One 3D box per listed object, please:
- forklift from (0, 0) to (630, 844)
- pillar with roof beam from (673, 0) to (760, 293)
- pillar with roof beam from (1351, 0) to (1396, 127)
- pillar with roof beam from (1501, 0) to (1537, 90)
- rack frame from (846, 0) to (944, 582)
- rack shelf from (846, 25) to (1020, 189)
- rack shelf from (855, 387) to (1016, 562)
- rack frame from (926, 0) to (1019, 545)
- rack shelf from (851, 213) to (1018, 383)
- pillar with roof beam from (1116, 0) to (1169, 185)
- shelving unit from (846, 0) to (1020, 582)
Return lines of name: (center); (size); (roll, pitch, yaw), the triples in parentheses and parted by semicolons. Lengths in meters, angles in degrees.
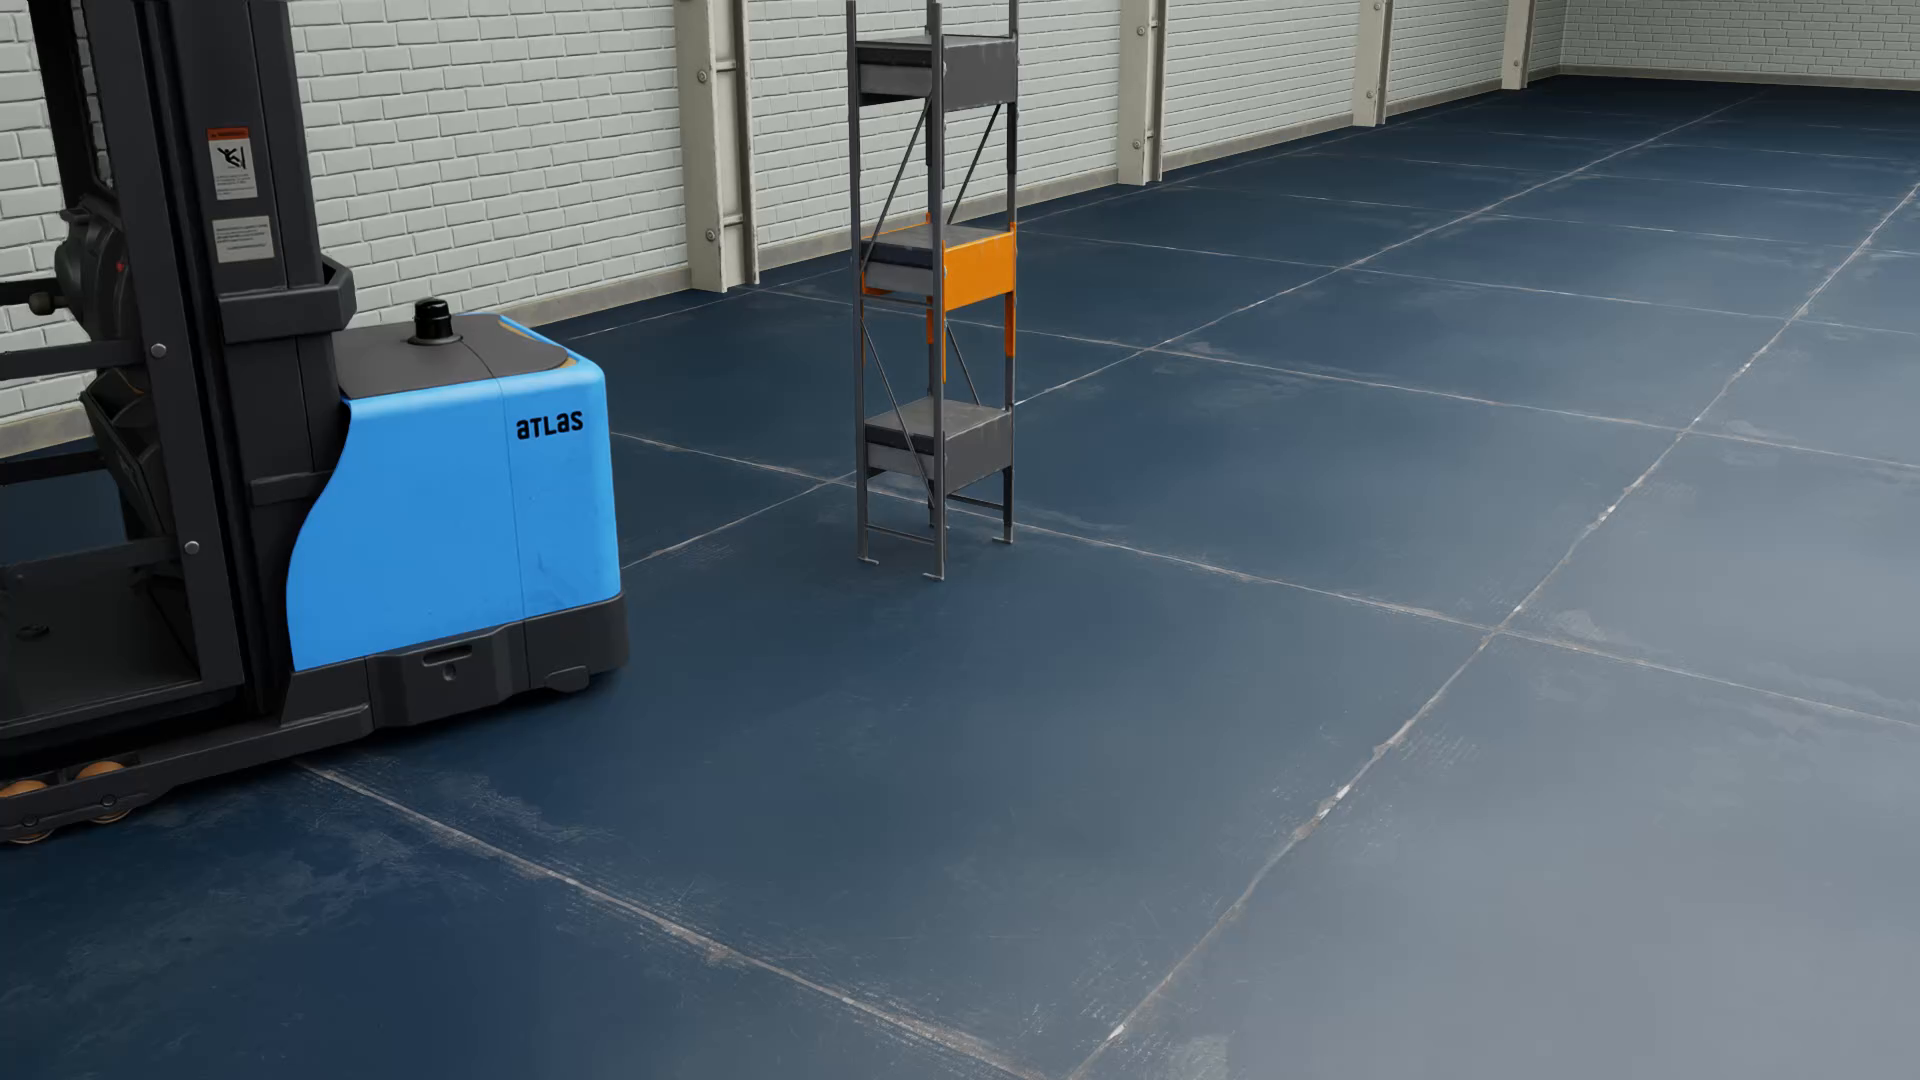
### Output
forklift: (-2.594, -0.757, 4.585); (3.031, 2.935, 1.130); (-13, 24, -32)
pillar with roof beam: (1.925, -5.150, 7.718); (9.100, 9.000, 0.400); (13, 24, 32)
pillar with roof beam: (8.671, -8.593, 17.026); (9.100, 9.000, 0.400); (13, 24, 32)
pillar with roof beam: (12.044, -10.315, 21.680); (9.100, 9.000, 0.400); (13, 24, 32)
rack frame: (-0.230, -0.867, 6.083); (0.400, 2.100, 0.015); (13, 24, 32)
rack shelf: (-0.093, -1.581, 6.034); (0.431, 0.518, 0.480); (13, 24, 32)
rack shelf: (-0.093, -0.268, 6.520); (0.431, 0.518, 0.480); (13, 24, 32)
rack frame: (0.044, -1.007, 6.462); (0.400, 2.100, 0.015); (13, 24, 32)
rack shelf: (-0.093, -0.925, 6.277); (0.431, 0.518, 0.480); (13, 24, 32)
pillar with roof beam: (5.298, -6.872, 12.372); (9.100, 9.000, 0.400); (13, 24, 32)
shelving unit: (-0.093, -0.937, 6.272); (0.431, 2.100, 0.503); (13, 24, 32)
